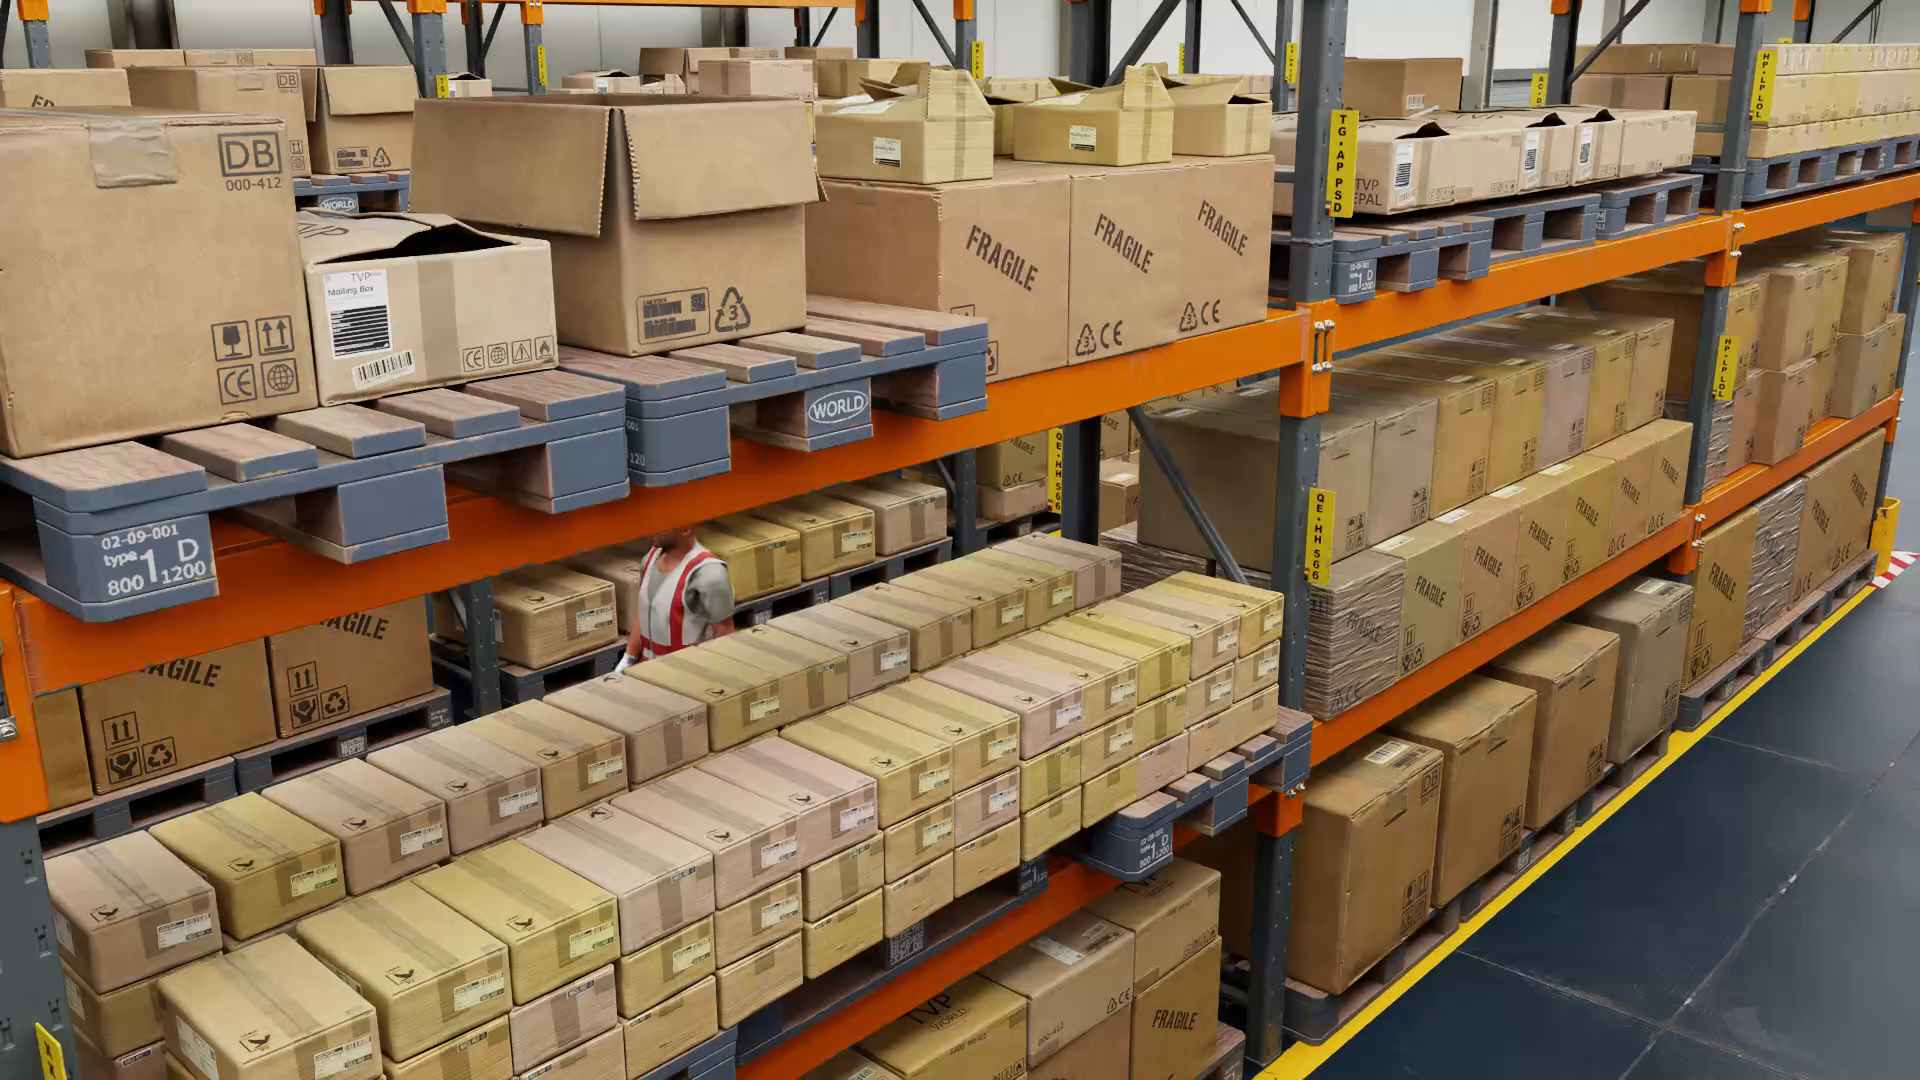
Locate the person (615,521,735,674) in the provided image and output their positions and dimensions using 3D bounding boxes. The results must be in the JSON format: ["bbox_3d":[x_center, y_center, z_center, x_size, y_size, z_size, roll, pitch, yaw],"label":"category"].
[{"bbox_3d":[-1.295,0.645,7.369,0.799,1.813,0.593,-13,21,-37],"label":"person"}]
